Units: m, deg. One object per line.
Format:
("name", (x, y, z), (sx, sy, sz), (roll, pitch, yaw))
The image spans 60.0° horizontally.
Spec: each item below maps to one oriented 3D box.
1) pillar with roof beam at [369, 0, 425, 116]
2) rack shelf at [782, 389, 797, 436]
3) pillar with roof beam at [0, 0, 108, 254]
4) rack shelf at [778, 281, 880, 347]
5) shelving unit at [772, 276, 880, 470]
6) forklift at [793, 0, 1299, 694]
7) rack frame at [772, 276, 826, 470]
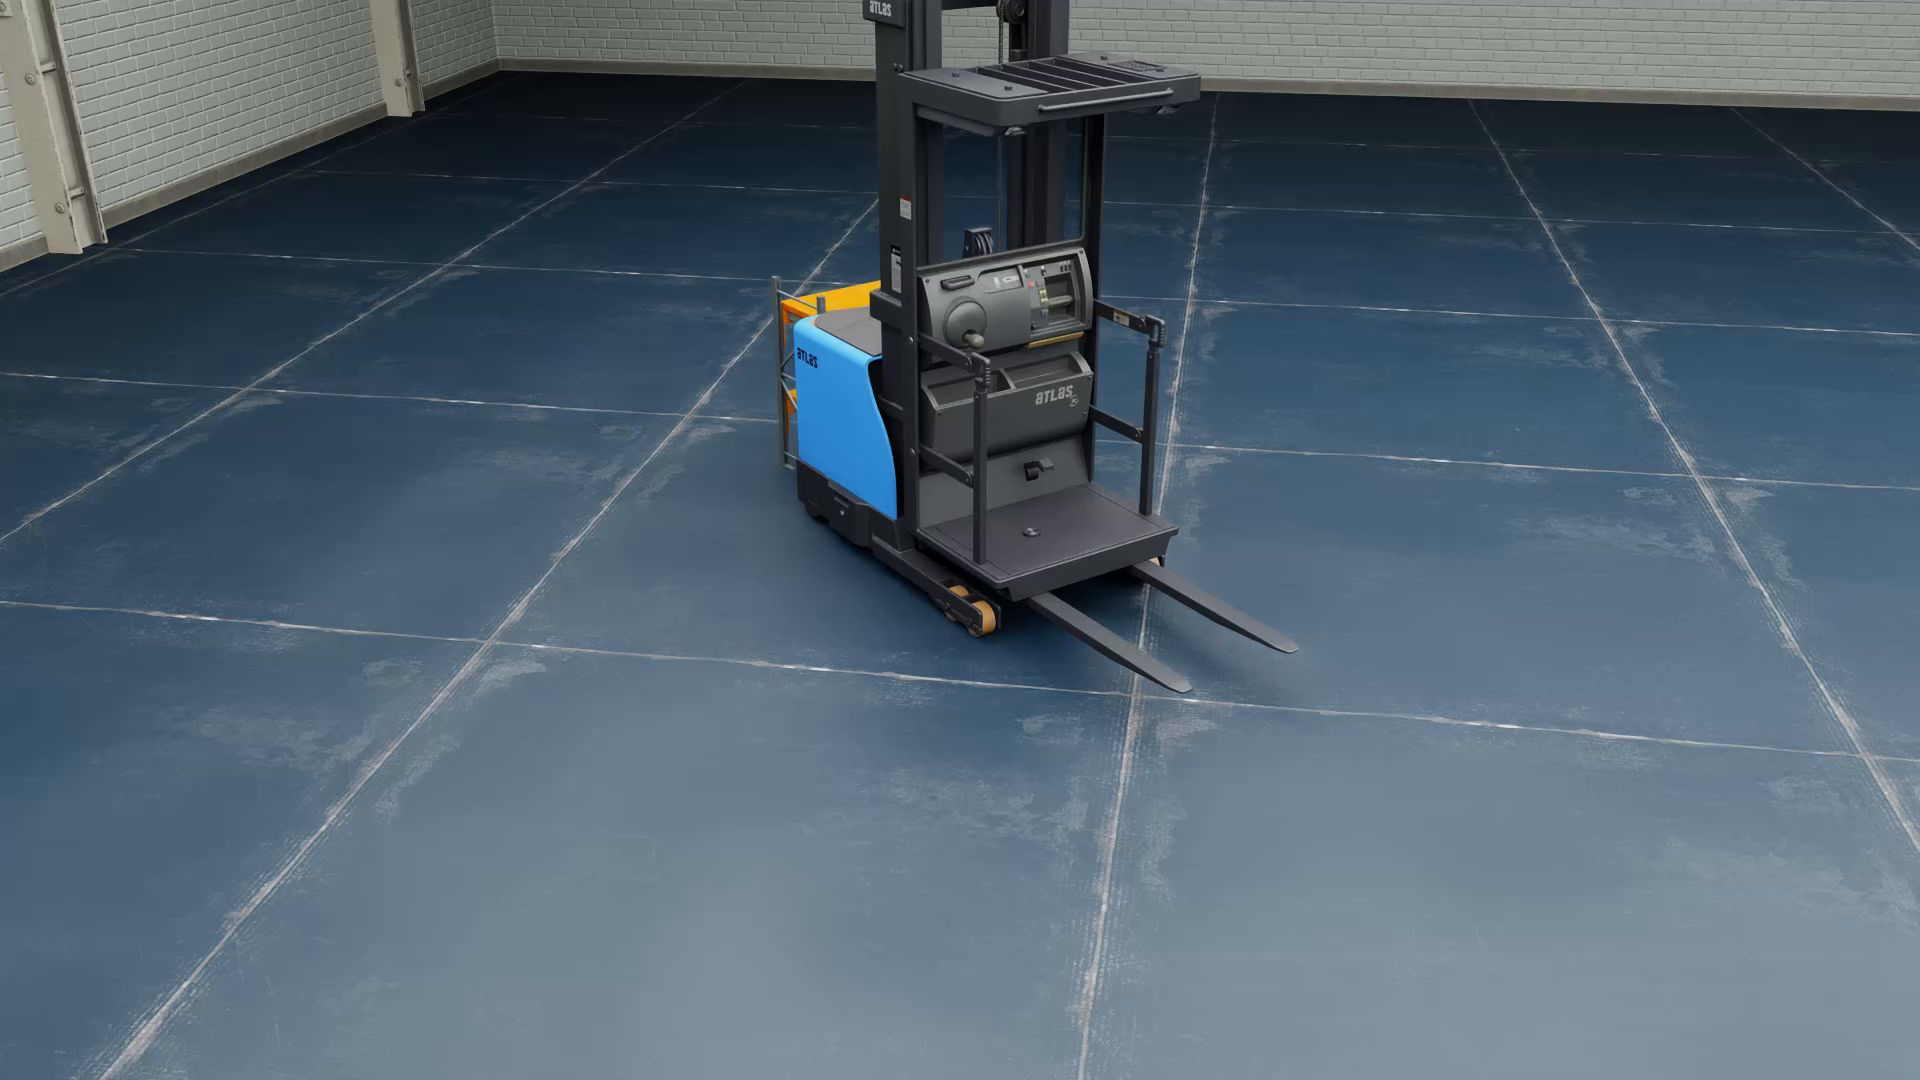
("pillar with roof beam", (-2.220, -8.759, 16.848), (9.100, 9.000, 0.400), (4, 25, 9))
("rack shelf", (-0.477, -0.779, 9.664), (1.000, 0.278, 0.538), (-18, 30, -33))
("pillar with roof beam", (-3.201, -6.250, 11.487), (9.100, 9.000, 0.400), (4, 25, 9))
("rack shelf", (-0.477, -1.265, 9.436), (1.000, 0.278, 0.538), (-18, 30, -33))
("shelving unit", (-0.477, -1.000, 9.560), (1.048, 1.125, 0.538), (-18, 30, -33))
("forklift", (0.351, -1.106, 7.655), (1.130, 2.935, 3.031), (-16, 29, -30))
("rack frame", (-0.881, -0.870, 9.281), (0.032, 1.125, 0.500), (-18, 30, -33))
